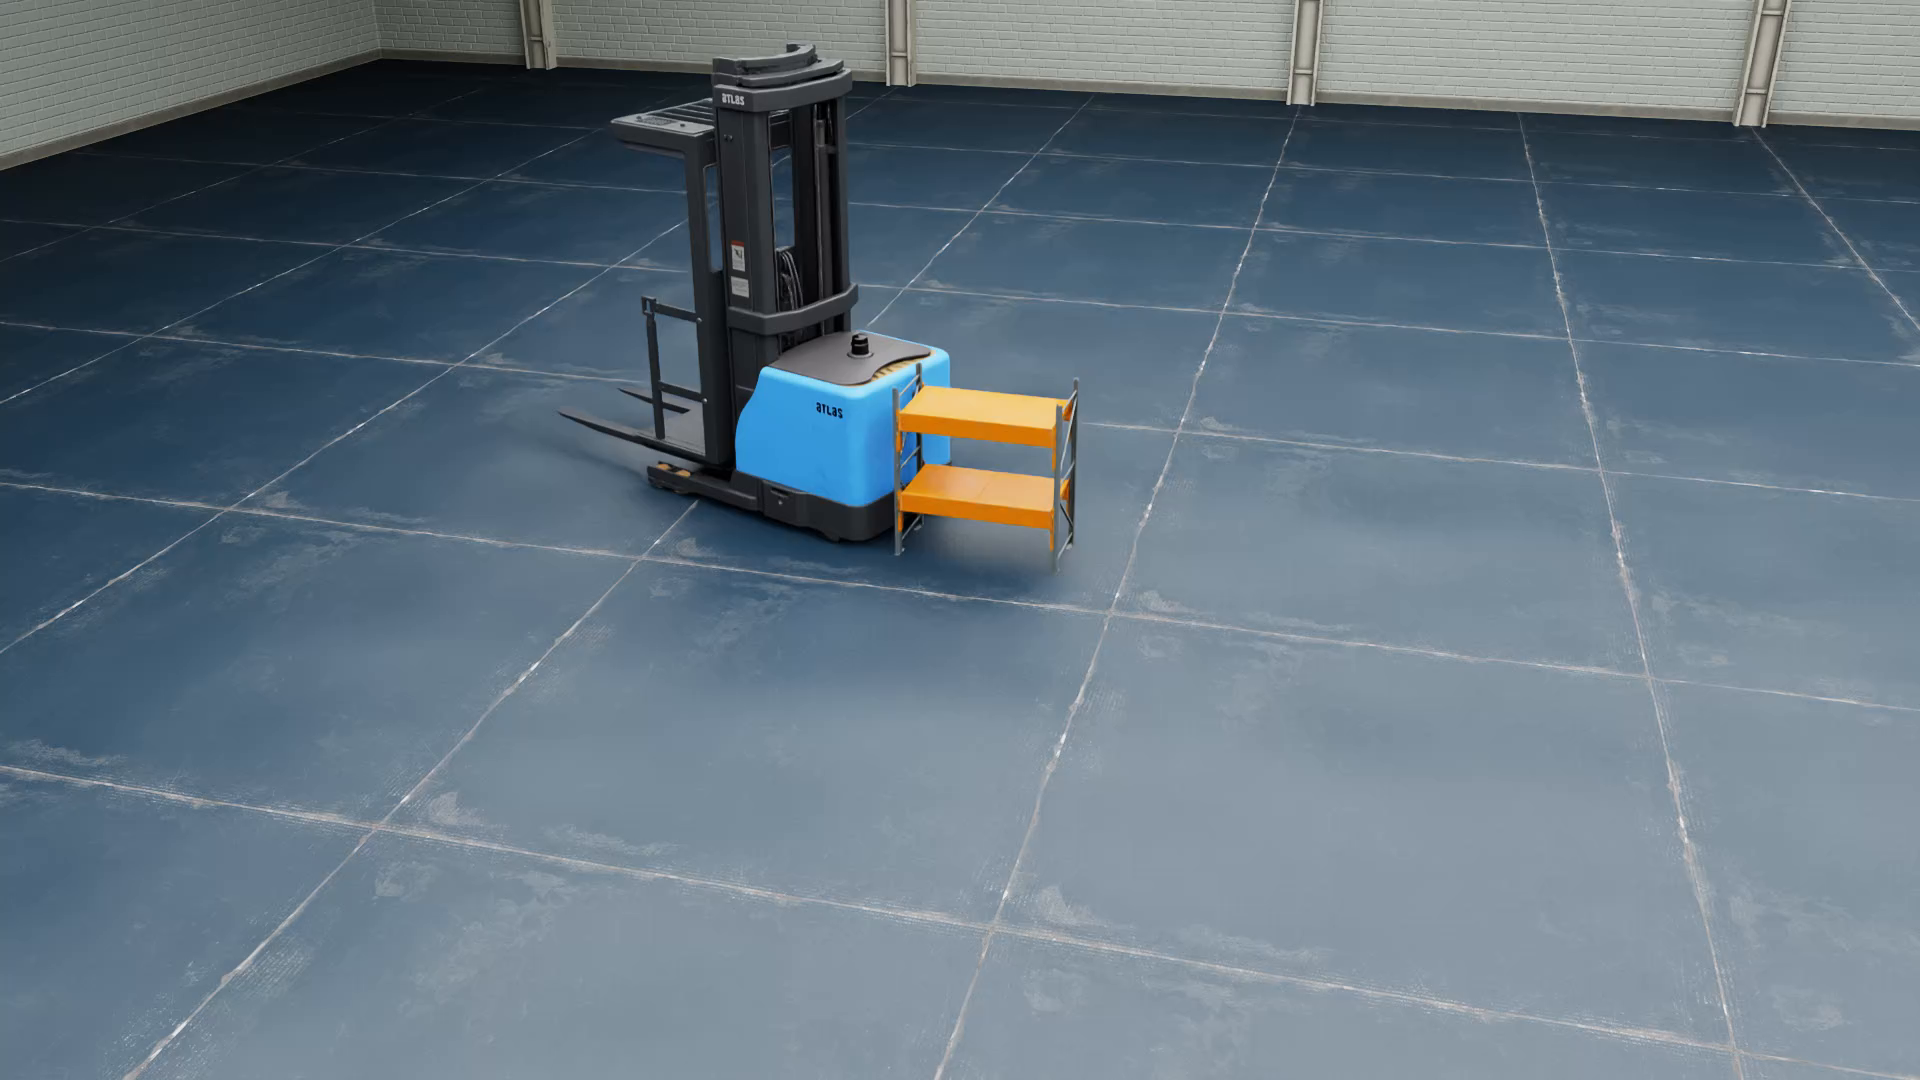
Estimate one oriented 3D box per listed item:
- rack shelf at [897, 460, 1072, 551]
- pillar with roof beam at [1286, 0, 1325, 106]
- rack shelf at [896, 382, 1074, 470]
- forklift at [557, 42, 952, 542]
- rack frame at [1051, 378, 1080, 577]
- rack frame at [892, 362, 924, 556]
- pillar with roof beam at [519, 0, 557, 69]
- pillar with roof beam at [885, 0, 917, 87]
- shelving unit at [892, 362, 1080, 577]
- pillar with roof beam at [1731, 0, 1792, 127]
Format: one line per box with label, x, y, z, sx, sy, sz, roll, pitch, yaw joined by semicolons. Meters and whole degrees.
rack shelf;0.163;-0.226;10.485;1.000;0.278;0.538;7;26;15
pillar with roof beam;3.846;-8.570;18.282;0.400;9.000;9.100;6;26;13
rack shelf;0.163;-0.711;10.254;1.000;0.278;0.538;7;26;15
forklift;-1.542;-1.798;11.118;3.031;2.935;1.130;17;31;32
rack frame;0.650;-0.384;10.249;0.032;1.125;0.500;7;26;15
rack frame;-0.324;-0.509;10.511;0.032;1.125;0.500;7;26;15
pillar with roof beam;-7.776;-9.855;20.981;0.400;9.000;9.100;6;26;13
pillar with roof beam;-1.965;-9.212;19.632;0.400;9.000;9.100;6;26;13
shelving unit;0.163;-0.447;10.380;1.048;1.125;0.538;7;26;15
pillar with roof beam;9.657;-7.928;16.933;0.400;9.000;9.100;6;26;13
